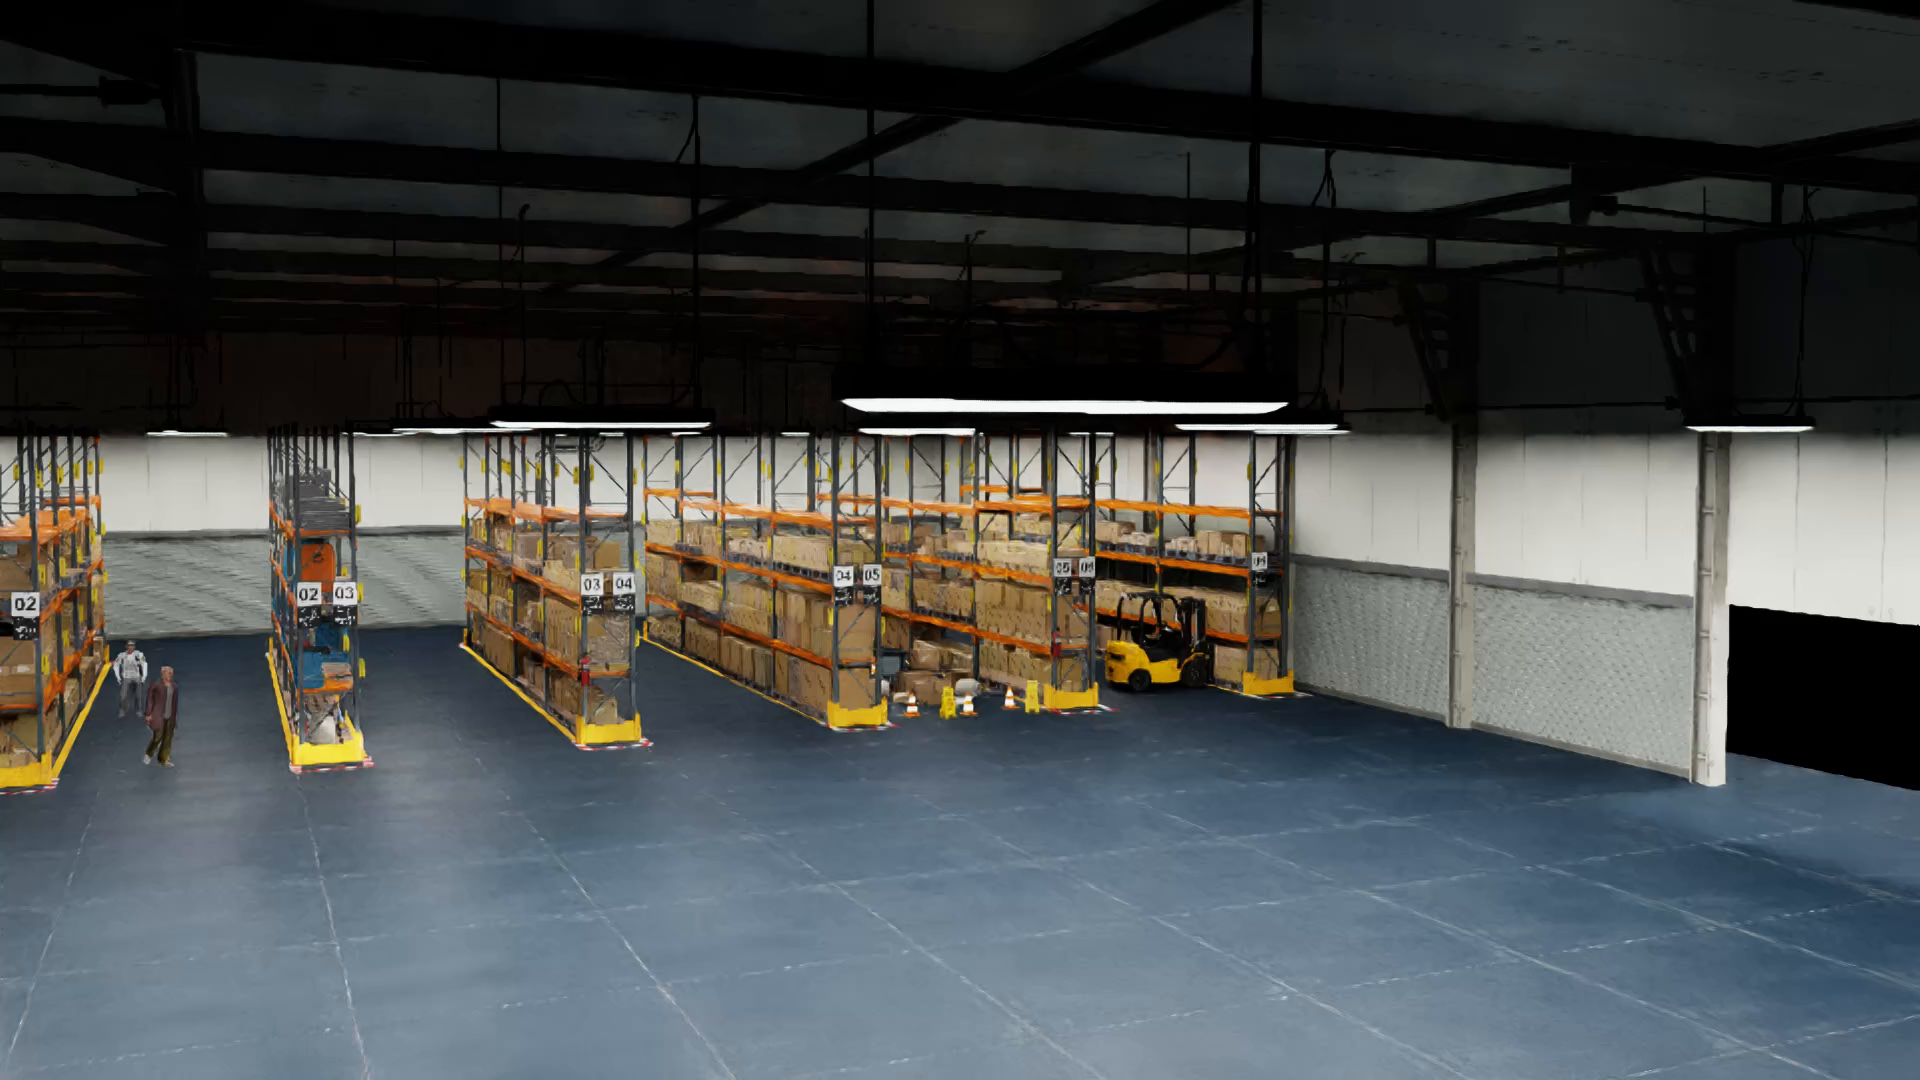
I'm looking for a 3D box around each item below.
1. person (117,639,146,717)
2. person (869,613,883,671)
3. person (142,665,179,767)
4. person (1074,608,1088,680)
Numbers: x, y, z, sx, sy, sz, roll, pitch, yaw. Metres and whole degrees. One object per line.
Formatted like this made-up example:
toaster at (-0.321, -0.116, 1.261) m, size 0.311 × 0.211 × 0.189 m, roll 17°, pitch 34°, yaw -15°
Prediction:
person at (-17.013, 2.831, 34.133) m, size 0.547 × 1.628 × 0.498 m, roll -2°, pitch 4°, yaw -26°
person at (-2.104, 2.344, 40.474) m, size 0.563 × 1.786 × 0.653 m, roll 0°, pitch 3°, yaw 3°
person at (-13.958, 3.066, 29.023) m, size 0.573 × 1.773 × 0.621 m, roll 2°, pitch 4°, yaw 30°
person at (2.786, 2.464, 39.492) m, size 0.545 × 1.665 × 0.572 m, roll 0°, pitch 4°, yaw 7°
